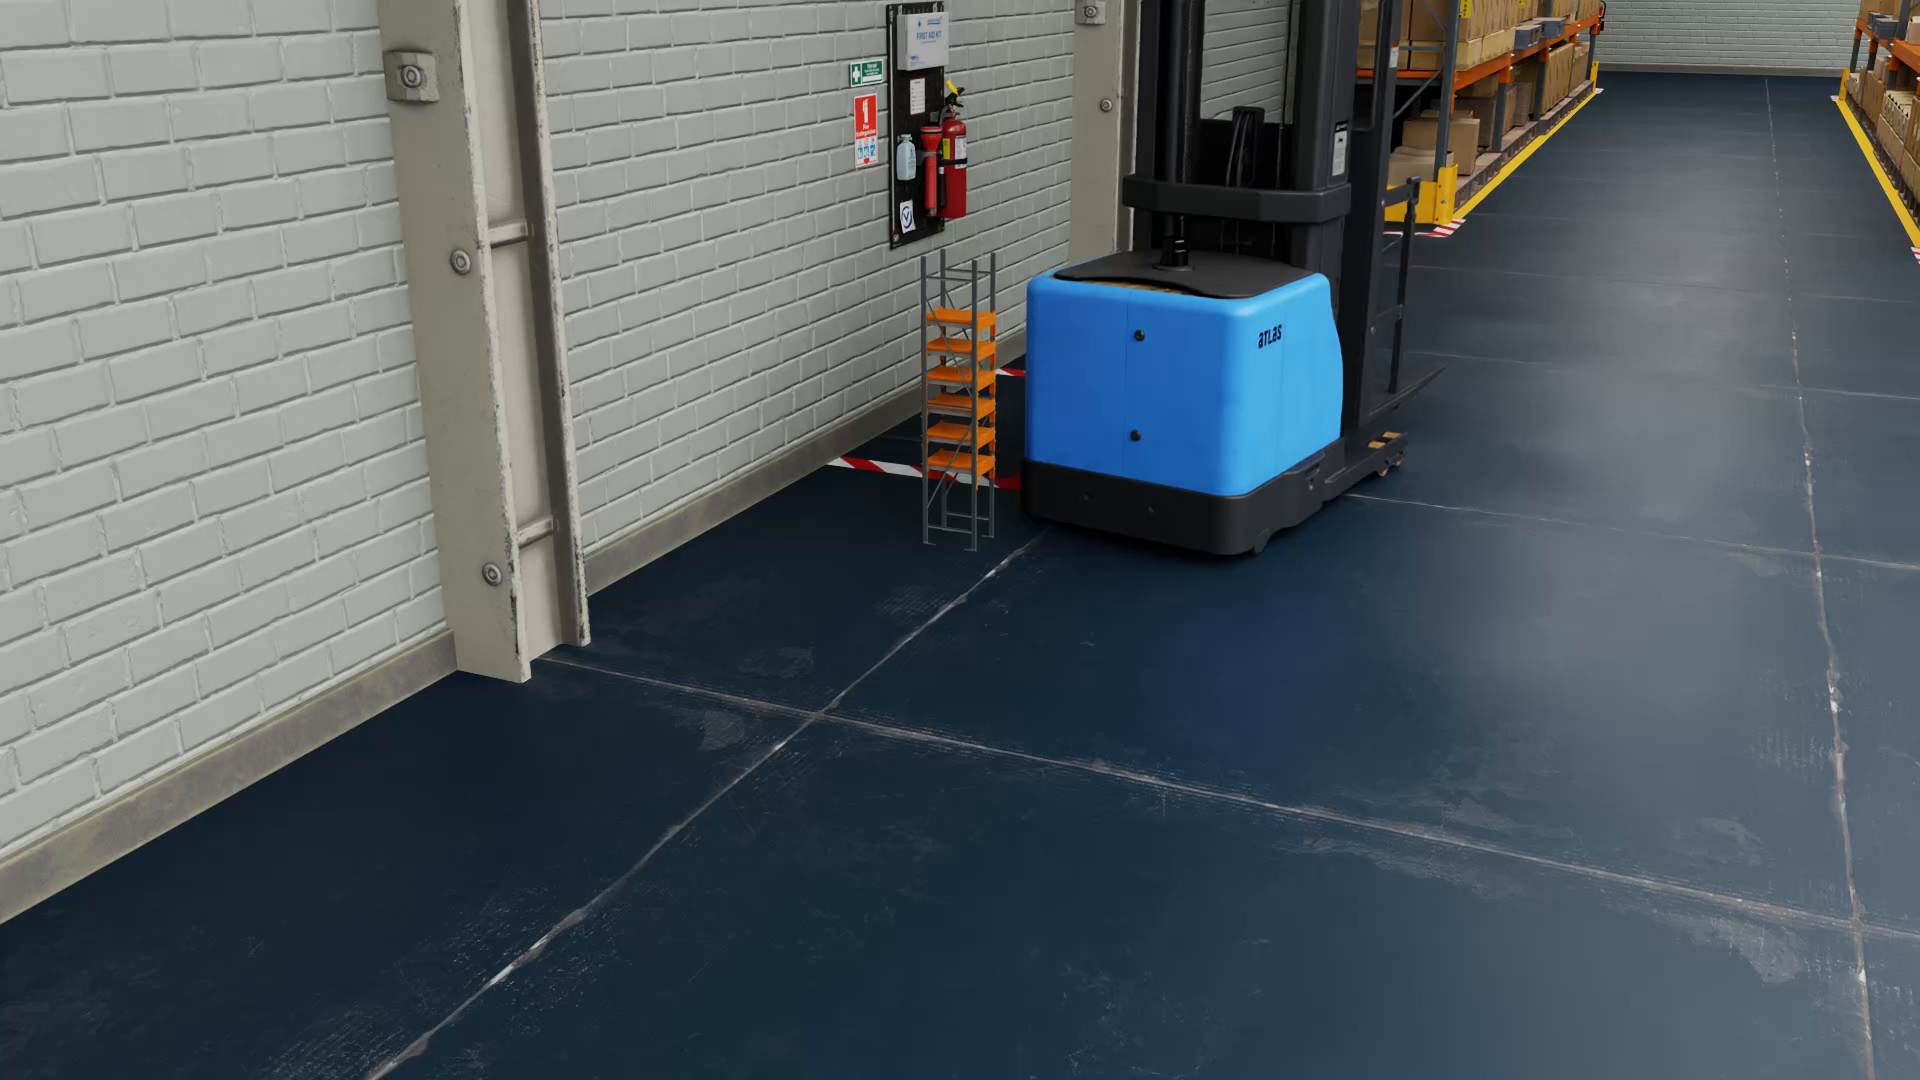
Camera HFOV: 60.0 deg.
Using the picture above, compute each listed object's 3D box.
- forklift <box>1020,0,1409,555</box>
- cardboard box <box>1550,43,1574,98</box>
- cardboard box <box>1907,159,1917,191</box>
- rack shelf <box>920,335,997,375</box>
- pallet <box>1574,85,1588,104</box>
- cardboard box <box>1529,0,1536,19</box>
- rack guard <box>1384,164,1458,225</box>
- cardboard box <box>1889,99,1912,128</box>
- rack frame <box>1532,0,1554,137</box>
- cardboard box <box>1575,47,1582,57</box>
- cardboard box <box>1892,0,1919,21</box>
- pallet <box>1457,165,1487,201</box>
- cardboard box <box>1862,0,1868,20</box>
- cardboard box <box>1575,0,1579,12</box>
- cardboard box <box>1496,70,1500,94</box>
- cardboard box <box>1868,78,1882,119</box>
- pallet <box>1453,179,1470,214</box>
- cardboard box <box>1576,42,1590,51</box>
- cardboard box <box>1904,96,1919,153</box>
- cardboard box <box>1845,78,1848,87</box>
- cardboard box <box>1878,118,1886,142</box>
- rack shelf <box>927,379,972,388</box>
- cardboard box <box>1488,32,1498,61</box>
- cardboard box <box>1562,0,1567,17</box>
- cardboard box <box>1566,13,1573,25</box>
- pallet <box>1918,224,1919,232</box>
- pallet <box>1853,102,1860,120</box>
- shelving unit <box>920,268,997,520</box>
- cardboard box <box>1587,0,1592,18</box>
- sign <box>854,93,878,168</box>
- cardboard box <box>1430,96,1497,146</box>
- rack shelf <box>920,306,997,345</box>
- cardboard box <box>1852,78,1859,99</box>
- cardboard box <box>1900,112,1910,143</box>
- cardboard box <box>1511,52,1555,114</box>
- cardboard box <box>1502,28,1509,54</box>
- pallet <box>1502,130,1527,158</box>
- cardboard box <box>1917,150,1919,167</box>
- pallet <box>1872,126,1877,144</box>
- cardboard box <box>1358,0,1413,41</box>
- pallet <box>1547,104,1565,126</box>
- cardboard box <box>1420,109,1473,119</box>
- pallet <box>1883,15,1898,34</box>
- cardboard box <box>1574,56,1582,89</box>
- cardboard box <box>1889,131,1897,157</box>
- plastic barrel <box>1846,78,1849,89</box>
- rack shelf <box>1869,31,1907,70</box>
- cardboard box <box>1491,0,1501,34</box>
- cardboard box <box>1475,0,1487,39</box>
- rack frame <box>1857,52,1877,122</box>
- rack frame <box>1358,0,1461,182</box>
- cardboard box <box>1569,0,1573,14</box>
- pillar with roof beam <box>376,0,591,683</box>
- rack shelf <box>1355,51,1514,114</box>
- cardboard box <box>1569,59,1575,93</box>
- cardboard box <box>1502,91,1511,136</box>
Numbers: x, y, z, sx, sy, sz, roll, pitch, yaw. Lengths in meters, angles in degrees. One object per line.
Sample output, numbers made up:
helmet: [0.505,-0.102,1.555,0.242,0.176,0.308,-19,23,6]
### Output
forklift: [1.496,-1.758,7.538,1.130,2.935,3.031,13,23,32]
cardboard box: [8.644,-6.984,24.713,0.750,0.750,0.750,9,21,23]
cardboard box: [9.151,-3.390,15.501,0.500,0.250,0.500,9,21,23]
rack shelf: [-0.006,-0.745,6.690,0.258,0.103,0.180,9,21,23]
pallet: [9.673,-7.298,27.175,1.003,0.211,1.213,9,21,23]
cardboard box: [6.766,-6.728,20.605,0.700,0.500,0.500,6,21,18]
rack guard: [3.909,-3.193,15.201,1.175,0.500,0.348,9,21,23]
cardboard box: [10.564,-4.687,18.311,0.500,0.311,0.500,8,21,22]
rack frame: [7.154,-6.793,21.594,1.000,3.000,0.127,9,21,23]
cardboard box: [9.712,-7.796,26.548,0.380,0.149,0.250,8,21,21]
cardboard box: [11.830,-6.568,20.184,0.700,0.500,0.500,2,20,4]
pallet: [4.775,-3.672,16.979,1.003,0.211,1.213,9,21,23]
cardboard box: [14.114,-8.196,25.390,0.500,0.500,0.500,8,21,23]
cardboard box: [8.833,-8.037,24.468,0.500,0.500,0.500,8,21,22]
cardboard box: [6.189,-5.475,19.843,0.500,0.250,0.500,8,21,21]
cardboard box: [12.265,-5.782,21.824,0.500,0.500,0.500,8,21,21]
pallet: [4.274,-3.301,15.935,1.003,0.211,1.213,9,21,23]
cardboard box: [10.348,-8.273,27.889,0.380,0.149,0.250,8,21,22]
cardboard box: [9.561,-4.049,16.234,0.500,0.500,0.500,9,21,23]
cardboard box: [14.466,-7.343,26.739,0.380,0.149,0.250,9,21,23]
cardboard box: [10.987,-4.743,19.307,0.500,0.250,0.500,8,21,21]
rack shelf: [-0.006,-0.651,6.723,0.199,0.020,0.166,9,21,23]
cardboard box: [4.990,-4.862,16.357,0.500,0.250,0.500,9,21,23]
cardboard box: [8.013,-7.414,22.715,0.500,0.500,0.500,8,21,22]
cardboard box: [8.628,-7.523,23.990,0.380,0.149,0.250,9,21,23]
pallet: [8.674,-2.595,13.950,1.003,0.211,1.213,9,21,23]
pallet: [13.595,-6.233,24.181,1.003,0.211,1.213,9,21,23]
shelving unit: [-0.005,-0.561,6.756,0.258,1.046,0.183,9,21,23]
cardboard box: [9.622,-8.767,26.696,0.980,0.700,0.700,7,21,20]
sign: [8.123,-3.676,12.682,11.513,0.391,16.451,9,21,23]
cardboard box: [5.802,-4.827,19.140,0.700,0.500,0.500,9,22,25]
rack shelf: [-0.006,-0.858,6.650,0.258,0.103,0.180,9,21,23]
cardboard box: [13.594,-6.720,24.745,0.500,0.311,0.500,9,21,23]
cardboard box: [9.941,-4.222,17.003,0.500,0.311,0.500,9,21,23]
cardboard box: [7.513,-6.405,22.415,0.885,1.199,0.750,8,21,22]
cardboard box: [5.387,-5.172,17.228,0.500,0.250,0.500,9,21,23]
pallet: [6.332,-4.869,20.345,1.003,0.211,1.213,9,21,23]
cardboard box: [8.949,-3.590,14.944,0.500,0.500,0.500,9,21,23]
pallet: [12.015,-5.024,20.780,1.003,0.211,1.213,9,21,23]
cardboard box: [3.877,-4.813,15.101,0.500,0.500,0.500,8,21,22]
pallet: [8.046,-6.082,23.755,1.003,0.211,1.213,9,21,23]
cardboard box: [5.127,-4.277,17.593,0.500,0.500,0.500,7,21,19]
pallet: [12.467,-6.619,21.391,1.003,0.211,1.213,9,21,23]
cardboard box: [9.613,-7.560,26.855,0.700,0.500,0.500,9,22,24]
cardboard box: [10.360,-4.272,17.980,0.500,0.250,0.500,9,21,24]
plastic barrel: [14.612,-6.899,20.517,5.570,3.481,10.597,9,21,23]
rack shelf: [12.494,-6.387,21.526,1.077,0.370,4.000,9,21,23]
cardboard box: [4.977,-5.211,16.219,0.500,0.500,0.500,9,22,24]
cardboard box: [4.559,-4.894,15.329,0.500,0.500,0.500,9,21,23]
rack frame: [13.313,-7.337,23.124,1.000,3.000,0.127,9,21,23]
rack frame: [3.878,-4.348,14.717,1.000,3.000,0.127,9,21,23]
cardboard box: [8.419,-7.727,23.597,0.500,0.500,0.500,9,21,23]
pillar with roof beam: [2.389,-3.248,2.672,9.100,9.000,0.400,9,21,23]
rack shelf: [9.216,-5.259,14.177,10.984,3.170,4.000,9,21,23]
cardboard box: [9.192,-7.251,25.984,0.700,0.500,0.500,9,21,23]
cardboard box: [6.214,-5.143,20.026,0.700,0.500,0.500,9,21,23]
